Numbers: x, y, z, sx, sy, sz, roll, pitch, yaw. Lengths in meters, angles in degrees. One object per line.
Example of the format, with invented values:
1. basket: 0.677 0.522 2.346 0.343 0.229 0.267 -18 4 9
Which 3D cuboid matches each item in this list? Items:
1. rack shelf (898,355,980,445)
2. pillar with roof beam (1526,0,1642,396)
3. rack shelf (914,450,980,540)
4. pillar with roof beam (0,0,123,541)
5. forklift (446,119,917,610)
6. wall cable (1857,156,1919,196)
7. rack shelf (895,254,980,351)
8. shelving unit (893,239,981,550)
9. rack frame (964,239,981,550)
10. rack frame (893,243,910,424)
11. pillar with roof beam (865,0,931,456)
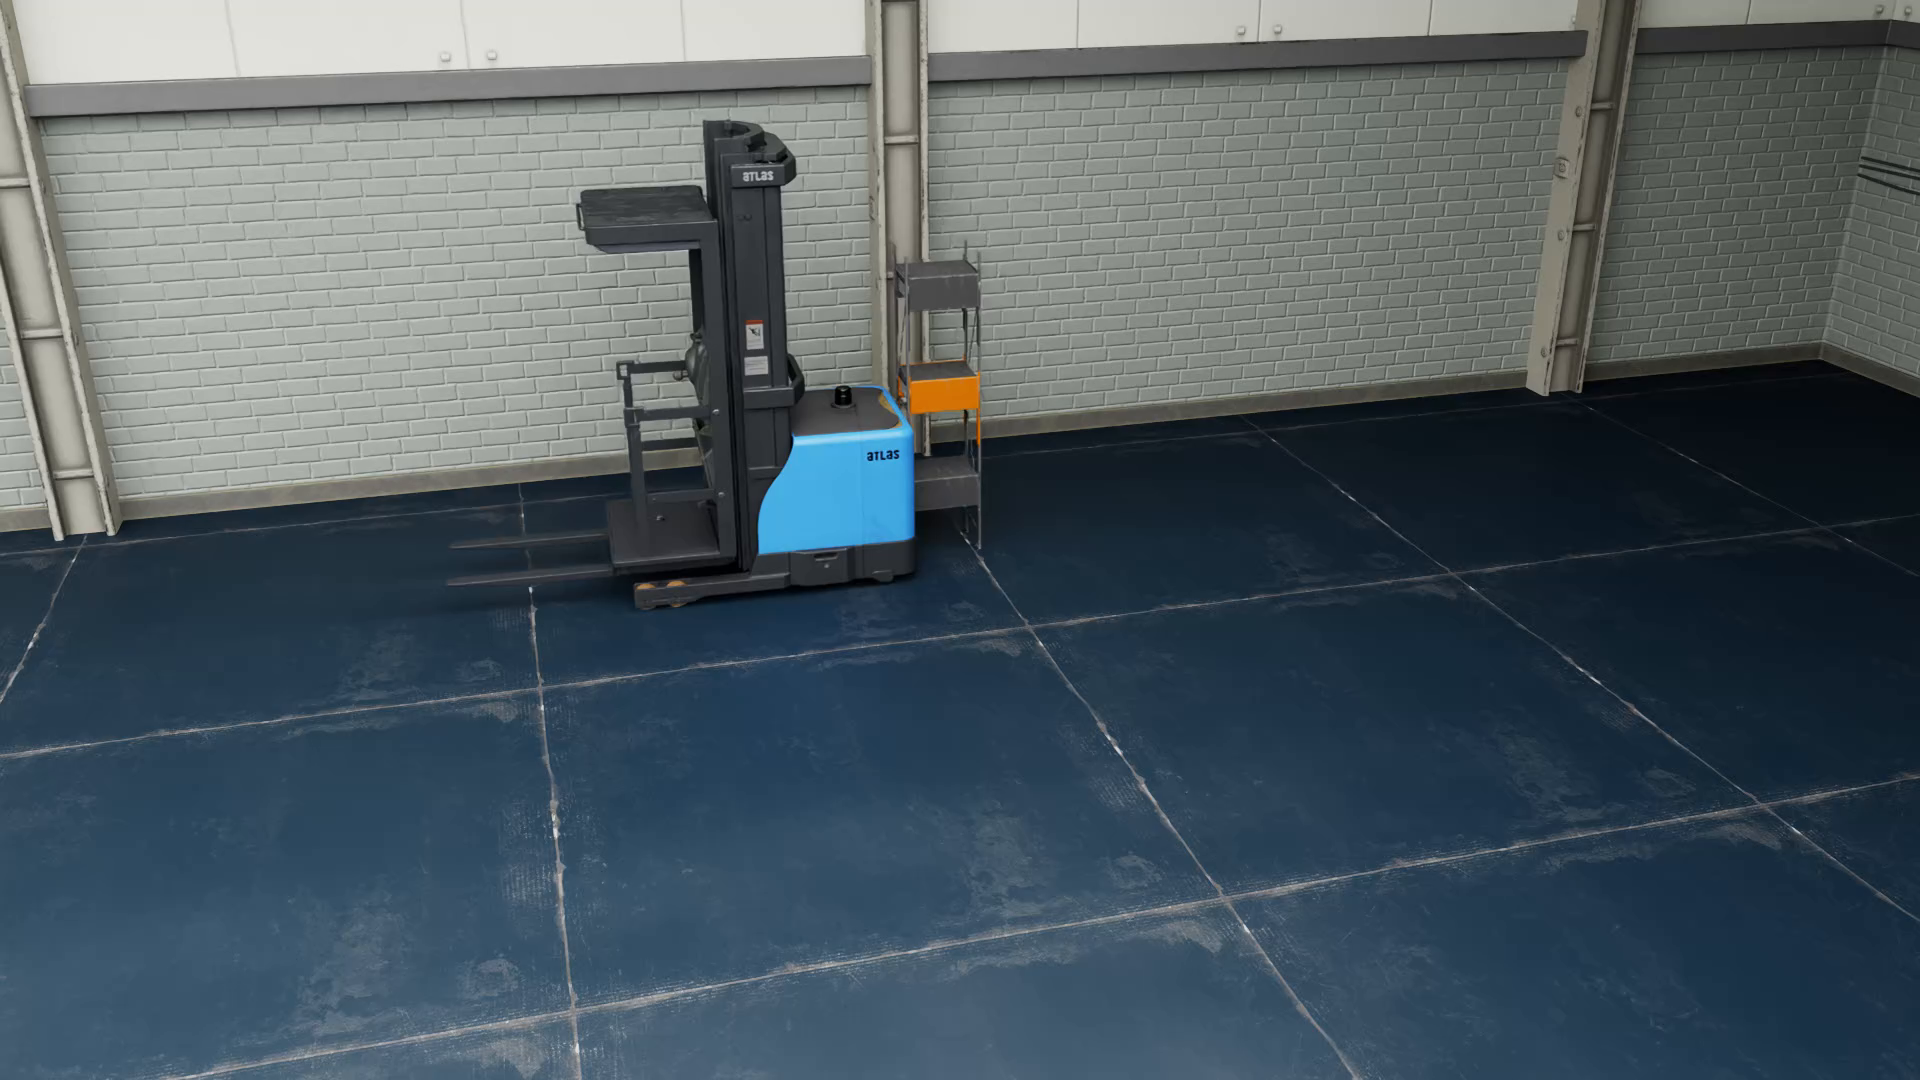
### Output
1. rack shelf: -0.150 -0.936 11.300 0.480 0.518 0.431 -6 24 -13
2. pillar with roof beam: 6.475 -3.854 9.319 0.400 9.000 9.100 -6 24 -14
3. rack shelf: -0.148 -0.292 11.575 0.480 0.518 0.431 -6 24 -13
4. pillar with roof beam: -5.079 -2.576 6.340 0.400 9.000 9.100 -6 24 -14
5. forklift: -1.858 -1.125 10.656 3.031 2.935 1.130 -5 24 -12
6. wall cable: 8.506 -3.873 13.302 0.112 2.526 3.097 -6 24 -14
7. rack shelf: -0.153 -1.579 11.024 0.480 0.518 0.431 -6 24 -13
8. shelving unit: -0.150 -0.948 11.294 0.503 2.100 0.431 -6 24 -13
9. rack frame: 0.087 -0.972 11.348 0.015 2.100 0.400 -6 24 -13
10. rack frame: -0.387 -0.924 11.240 0.015 2.100 0.400 -6 24 -13
11. pillar with roof beam: 0.698 -3.215 7.830 0.400 9.000 9.100 -6 24 -14
